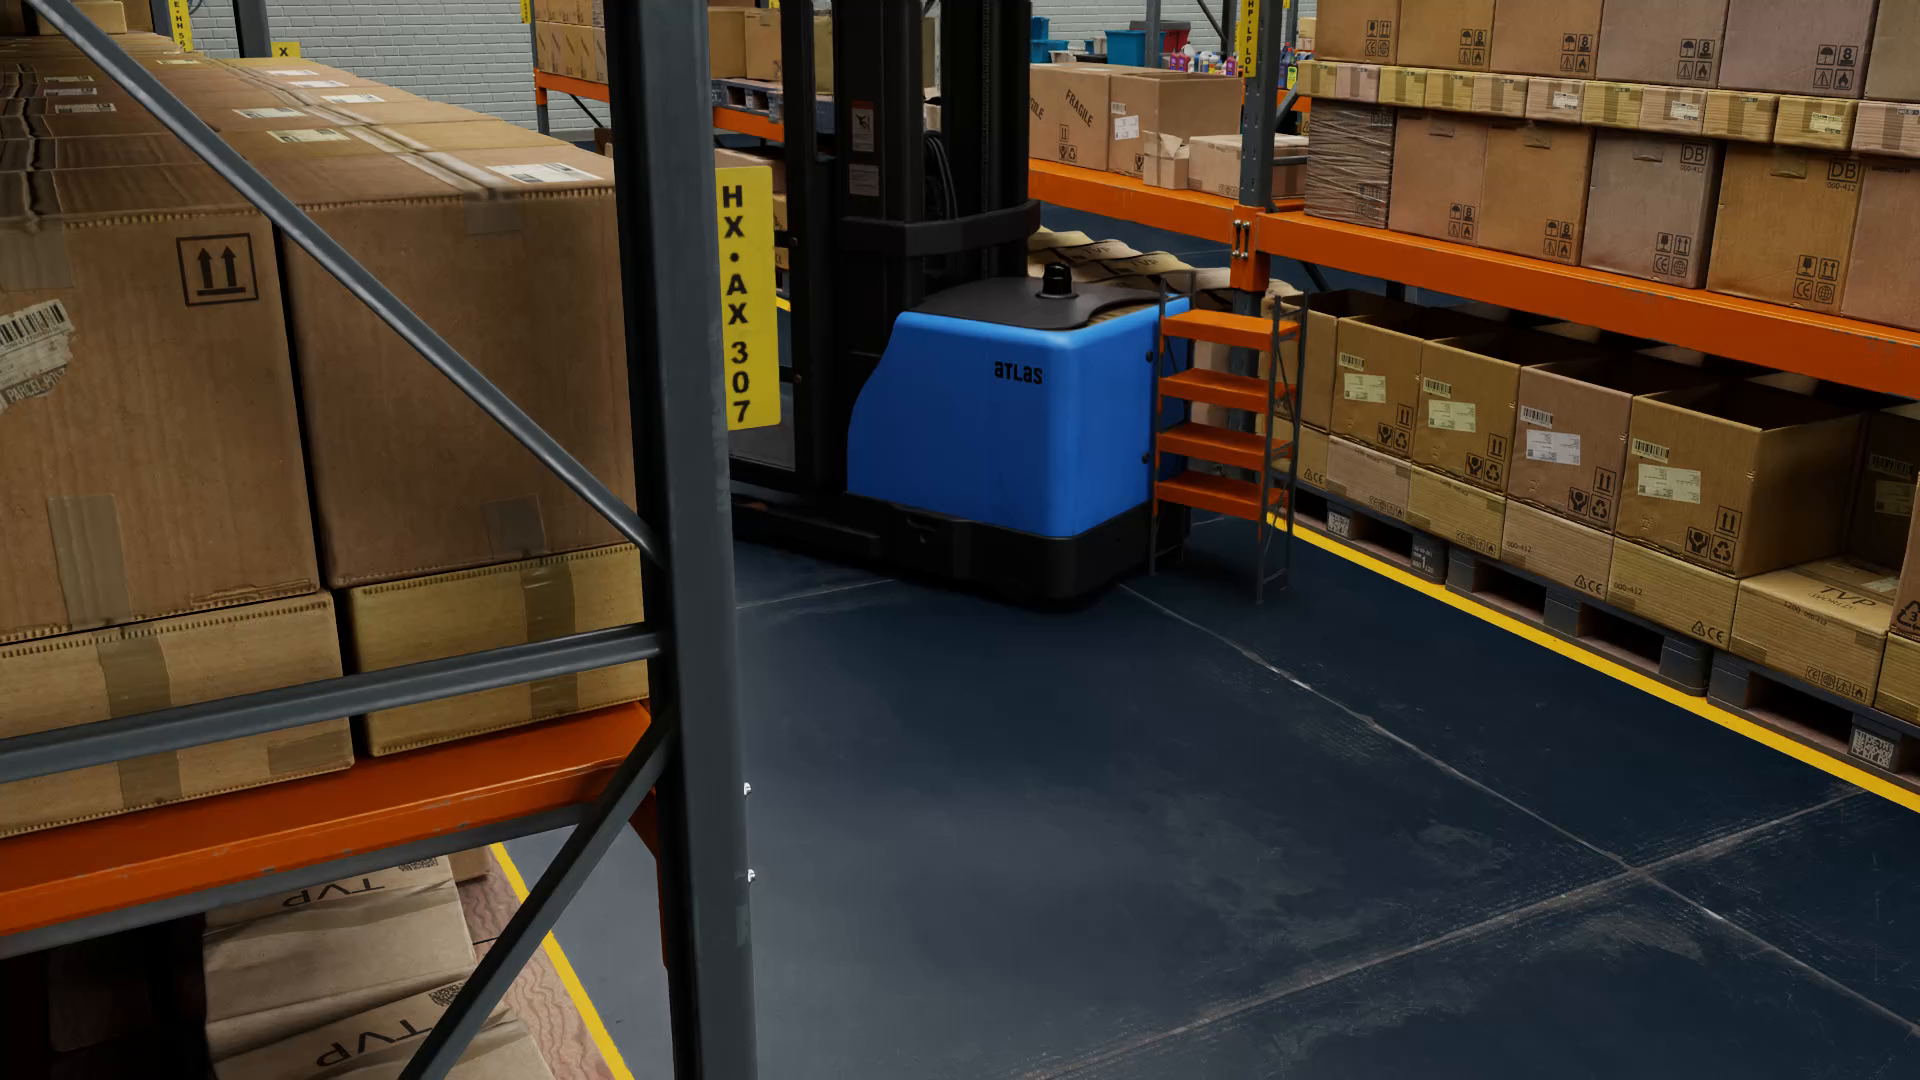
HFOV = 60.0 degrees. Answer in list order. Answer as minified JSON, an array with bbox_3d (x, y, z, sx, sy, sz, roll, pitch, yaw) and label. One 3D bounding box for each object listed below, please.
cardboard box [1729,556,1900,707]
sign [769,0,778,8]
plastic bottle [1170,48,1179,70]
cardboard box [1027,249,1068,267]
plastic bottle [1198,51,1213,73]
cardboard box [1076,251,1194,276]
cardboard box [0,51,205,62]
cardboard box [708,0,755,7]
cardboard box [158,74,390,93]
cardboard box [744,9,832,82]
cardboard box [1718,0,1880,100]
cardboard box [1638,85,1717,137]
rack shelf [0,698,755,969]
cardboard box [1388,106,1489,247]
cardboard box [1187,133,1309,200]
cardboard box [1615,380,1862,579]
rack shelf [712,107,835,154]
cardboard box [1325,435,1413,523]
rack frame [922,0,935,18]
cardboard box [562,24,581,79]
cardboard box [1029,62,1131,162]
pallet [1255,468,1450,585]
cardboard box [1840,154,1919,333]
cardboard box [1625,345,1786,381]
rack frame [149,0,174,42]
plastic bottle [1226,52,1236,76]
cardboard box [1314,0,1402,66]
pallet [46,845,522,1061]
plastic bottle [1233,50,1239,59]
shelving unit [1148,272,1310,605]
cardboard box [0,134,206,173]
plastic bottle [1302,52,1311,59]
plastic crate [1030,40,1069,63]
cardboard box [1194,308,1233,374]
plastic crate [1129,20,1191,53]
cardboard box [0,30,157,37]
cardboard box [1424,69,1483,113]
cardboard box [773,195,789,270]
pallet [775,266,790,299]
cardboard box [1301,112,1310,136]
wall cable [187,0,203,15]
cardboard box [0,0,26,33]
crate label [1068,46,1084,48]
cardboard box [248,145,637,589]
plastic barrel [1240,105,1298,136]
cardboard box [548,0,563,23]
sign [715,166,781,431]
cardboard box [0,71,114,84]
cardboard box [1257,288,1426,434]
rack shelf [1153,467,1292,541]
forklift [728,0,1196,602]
[{"bbox_3d":[2.842,0.280,5.292,0.500,0.250,0.500,-10,21,-27],"label":"cardboard box"},{"bbox_3d":[-1.607,-4.650,14.235,0.100,0.325,0.005,-10,21,-27],"label":"sign"},{"bbox_3d":[2.066,-4.556,15.914,0.061,0.283,0.133,-10,21,-27],"label":"plastic bottle"},{"bbox_3d":[0.293,-1.540,9.706,0.500,0.311,0.500,-11,22,-28],"label":"cardboard box"},{"bbox_3d":[2.326,-4.427,15.552,0.152,0.276,0.135,-10,21,-27],"label":"plastic bottle"},{"bbox_3d":[0.997,-1.482,9.539,0.500,0.311,0.500,-9,21,-25],"label":"cardboard box"},{"bbox_3d":[-3.123,-1.519,6.108,0.700,0.500,0.500,-8,20,-21],"label":"cardboard box"},{"bbox_3d":[-2.069,-4.715,14.510,0.500,0.500,0.500,-9,21,-25],"label":"cardboard box"},{"bbox_3d":[-1.684,-0.868,4.097,0.500,0.500,0.500,-11,22,-28],"label":"cardboard box"},{"bbox_3d":[-1.200,-3.764,12.645,0.700,0.500,0.500,-17,25,-40],"label":"cardboard box"},{"bbox_3d":[2.875,-1.678,5.253,0.700,0.500,0.500,-10,21,-26],"label":"cardboard box"},{"bbox_3d":[2.517,-1.450,5.588,0.380,0.149,0.250,-10,22,-27],"label":"cardboard box"},{"bbox_3d":[-1.703,-0.037,3.743,1.077,0.370,4.000,-10,21,-27],"label":"rack shelf"},{"bbox_3d":[2.178,-1.490,6.698,0.700,0.500,0.500,-10,22,-27],"label":"cardboard box"},{"bbox_3d":[1.433,-1.783,7.930,0.500,0.250,0.500,-9,21,-23],"label":"cardboard box"},{"bbox_3d":[2.601,-0.217,5.584,0.500,0.500,0.500,-10,21,-27],"label":"cardboard box"},{"bbox_3d":[-1.144,-3.102,12.625,1.077,0.370,4.000,-10,21,-27],"label":"rack shelf"},{"bbox_3d":[1.892,-0.294,6.956,0.500,0.250,0.500,-10,21,-27],"label":"cardboard box"},{"bbox_3d":[-0.194,-2.868,10.844,1.000,3.000,0.127,-10,21,-27],"label":"rack frame"},{"bbox_3d":[-3.529,-4.752,16.150,0.500,0.500,0.500,-10,21,-27],"label":"cardboard box"},{"bbox_3d":[0.617,-2.436,9.439,0.500,0.500,0.500,-11,22,-30],"label":"cardboard box"},{"bbox_3d":[2.046,-0.167,7.290,1.003,0.211,1.213,-10,21,-27],"label":"pallet"},{"bbox_3d":[3.141,-0.905,5.001,0.700,0.500,0.500,-9,21,-25],"label":"cardboard box"},{"bbox_3d":[2.836,-0.444,6.241,0.500,0.500,0.500,-10,21,-27],"label":"cardboard box"},{"bbox_3d":[-4.552,-2.099,8.617,1.000,3.000,0.127,-10,21,-27],"label":"rack frame"},{"bbox_3d":[2.488,-4.301,15.175,0.061,0.283,0.133,-10,21,-27],"label":"plastic bottle"},{"bbox_3d":[1.922,-2.254,6.922,0.700,0.500,0.500,-10,21,-26],"label":"cardboard box"},{"bbox_3d":[-1.719,0.905,4.185,1.003,0.211,1.213,-10,21,-27],"label":"pallet"},{"bbox_3d":[2.739,-4.661,16.229,0.152,0.276,0.135,-10,21,-27],"label":"plastic bottle"},{"bbox_3d":[1.030,-0.398,6.444,0.503,1.200,0.258,15,24,36],"label":"shelving unit"},{"bbox_3d":[-1.394,-0.344,2.580,0.500,0.500,0.500,-10,21,-26],"label":"cardboard box"},{"bbox_3d":[3.216,-4.372,15.394,0.152,0.276,0.135,-10,21,-27],"label":"plastic bottle"},{"bbox_3d":[0.964,-5.294,18.039,0.416,0.233,0.300,-10,21,-27],"label":"plastic crate"},{"bbox_3d":[1.261,-0.955,8.013,0.500,0.311,0.500,-10,21,-27],"label":"cardboard box"},{"bbox_3d":[2.064,-5.136,17.227,0.402,0.464,0.583,-10,21,-27],"label":"plastic crate"},{"bbox_3d":[-4.320,-2.221,8.142,0.700,0.500,0.500,-13,23,-33],"label":"cardboard box"},{"bbox_3d":[2.032,-1.745,6.443,0.380,0.149,0.250,-10,22,-27],"label":"cardboard box"},{"bbox_3d":[-1.090,-2.275,12.283,0.500,0.500,0.500,-11,22,-29],"label":"cardboard box"},{"bbox_3d":[-1.091,-2.120,12.950,1.003,0.211,1.213,-10,21,-27],"label":"pallet"},{"bbox_3d":[5.101,-5.720,21.724,0.875,0.875,0.875,-10,21,-27],"label":"cardboard box"},{"bbox_3d":[-10.722,-7.443,19.666,3.097,2.526,0.112,-10,21,-27],"label":"wall cable"},{"bbox_3d":[-4.995,-2.741,8.687,0.500,0.250,0.500,-9,21,-25],"label":"cardboard box"},{"bbox_3d":[1.194,-5.467,18.687,0.396,0.136,0.243,-10,21,-27],"label":"crate label"},{"bbox_3d":[-0.715,-0.280,2.393,0.500,0.500,0.500,-10,21,-27],"label":"cardboard box"},{"bbox_3d":[2.847,-3.627,15.616,0.600,0.901,0.708,-10,21,-27],"label":"plastic barrel"},{"bbox_3d":[-3.759,-5.367,16.401,0.500,0.500,0.500,-10,21,-26],"label":"cardboard box"},{"bbox_3d":[-0.275,-0.296,2.064,0.100,0.325,0.005,-10,21,-27],"label":"sign"},{"bbox_3d":[-2.371,-0.928,4.271,0.500,0.500,0.500,-10,21,-27],"label":"cardboard box"},{"bbox_3d":[1.650,-0.791,7.247,0.500,0.500,0.500,-10,21,-27],"label":"cardboard box"},{"bbox_3d":[1.030,-0.146,6.531,0.480,0.148,0.258,15,24,36],"label":"rack shelf"},{"bbox_3d":[-0.523,-1.510,7.013,3.031,2.935,1.130,13,23,34],"label":"forklift"}]
